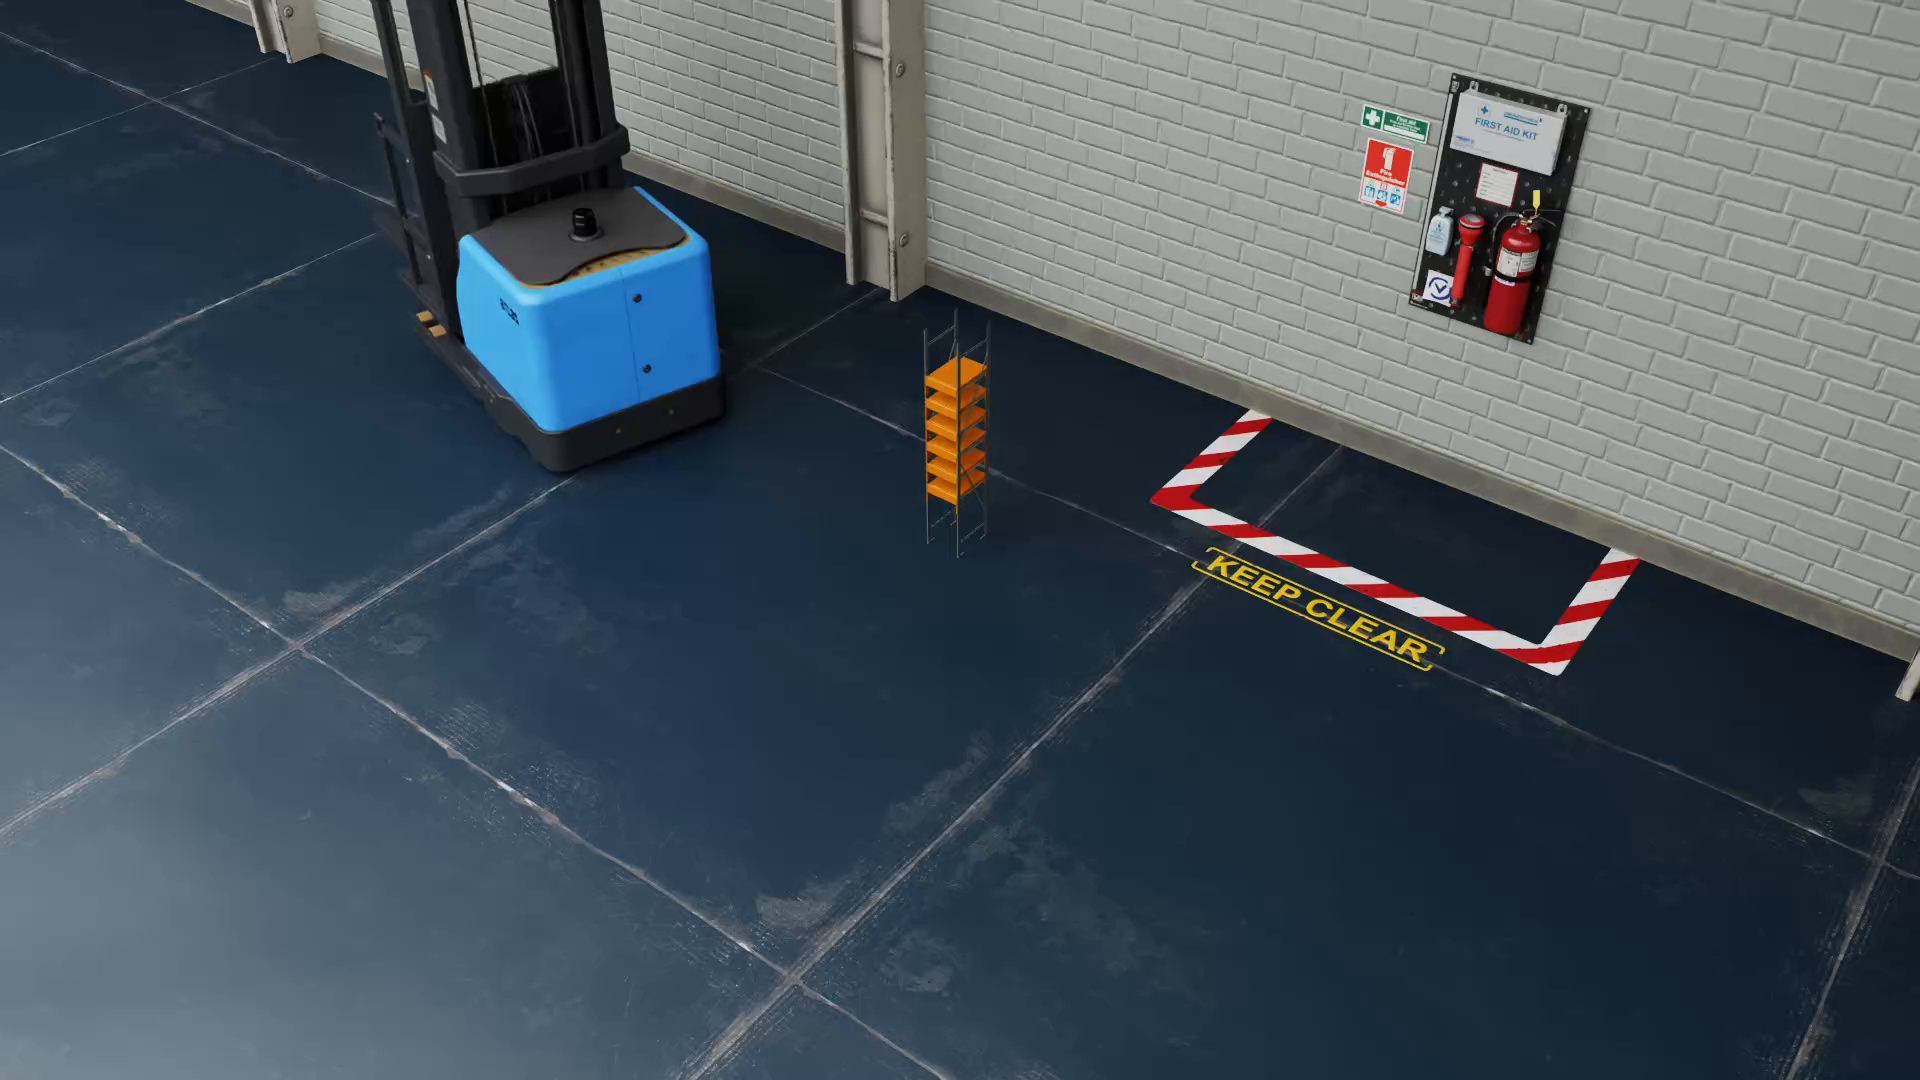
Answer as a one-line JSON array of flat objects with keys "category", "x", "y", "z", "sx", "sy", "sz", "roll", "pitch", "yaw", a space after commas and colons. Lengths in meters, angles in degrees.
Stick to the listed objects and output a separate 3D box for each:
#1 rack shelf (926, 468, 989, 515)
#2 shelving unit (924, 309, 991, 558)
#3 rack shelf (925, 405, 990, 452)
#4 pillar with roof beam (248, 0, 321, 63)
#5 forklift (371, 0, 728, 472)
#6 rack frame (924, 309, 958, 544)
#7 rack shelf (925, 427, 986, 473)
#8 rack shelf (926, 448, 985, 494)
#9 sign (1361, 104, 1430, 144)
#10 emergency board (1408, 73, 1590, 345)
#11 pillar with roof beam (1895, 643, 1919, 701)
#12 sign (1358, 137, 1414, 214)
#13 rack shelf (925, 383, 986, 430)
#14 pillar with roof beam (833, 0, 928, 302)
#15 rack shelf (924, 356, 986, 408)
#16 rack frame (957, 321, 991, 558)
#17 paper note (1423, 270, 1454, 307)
[{"category": "rack shelf", "x": -0.011, "y": -0.254, "z": 7.923, "sx": 0.180, "sy": 0.103, "sz": 0.258, "roll": 25, "pitch": 45, "yaw": 29}, {"category": "shelving unit", "x": -0.012, "y": -0.478, "z": 7.748, "sx": 0.189, "sy": 1.200, "sz": 0.258, "roll": 25, "pitch": 45, "yaw": 29}, {"category": "rack shelf", "x": -0.012, "y": -0.537, "z": 7.701, "sx": 0.180, "sy": 0.103, "sz": 0.258, "roll": 25, "pitch": 45, "yaw": 29}, {"category": "pillar with roof beam", "x": -7.823, "y": -5.250, "z": 7.517, "sx": 0.400, "sy": 9.000, "sz": 9.100, "roll": 25, "pitch": 45, "yaw": 29}, {"category": "forklift", "x": -2.503, "y": -2.364, "z": 8.752, "sx": 1.130, "sy": 2.935, "sz": 3.031, "roll": -24, "pitch": 44, "yaw": -27}, {"category": "rack frame", "x": -0.084, "y": -0.512, "z": 7.792, "sx": 0.006, "sy": 1.200, "sz": 0.240, "roll": 25, "pitch": 45, "yaw": 29}, {"category": "rack shelf", "x": -0.012, "y": -0.443, "z": 7.775, "sx": 0.180, "sy": 0.103, "sz": 0.258, "roll": 25, "pitch": 45, "yaw": 29}, {"category": "rack shelf", "x": -0.011, "y": -0.348, "z": 7.849, "sx": 0.180, "sy": 0.103, "sz": 0.258, "roll": 25, "pitch": 45, "yaw": 29}, {"category": "sign", "x": 2.006, "y": -1.920, "z": 7.671, "sx": 0.331, "sy": 0.109, "sz": 0.001, "roll": 25, "pitch": 45, "yaw": 29}, {"category": "emergency board", "x": 2.384, "y": -1.446, "z": 7.524, "sx": 0.643, "sy": 1.169, "sz": 0.194, "roll": 25, "pitch": 45, "yaw": 29}, {"category": "pillar with roof beam", "x": 1.708, "y": -0.756, "z": 1.777, "sx": 0.400, "sy": 9.000, "sz": 9.100, "roll": 25, "pitch": 45, "yaw": 29}, {"category": "sign", "x": 2.007, "y": -1.718, "z": 7.842, "sx": 0.234, "sy": 0.329, "sz": 0.001, "roll": 25, "pitch": 45, "yaw": 29}, {"category": "rack shelf", "x": -0.012, "y": -0.632, "z": 7.627, "sx": 0.180, "sy": 0.103, "sz": 0.258, "roll": 25, "pitch": 45, "yaw": 29}, {"category": "pillar with roof beam", "x": -3.058, "y": -3.003, "z": 4.647, "sx": 0.400, "sy": 9.000, "sz": 9.100, "roll": 25, "pitch": 45, "yaw": 29}, {"category": "rack shelf", "x": -0.012, "y": -0.726, "z": 7.553, "sx": 0.180, "sy": 0.103, "sz": 0.258, "roll": 25, "pitch": 45, "yaw": 29}, {"category": "rack frame", "x": 0.061, "y": -0.444, "z": 7.704, "sx": 0.006, "sy": 1.200, "sz": 0.240, "roll": 25, "pitch": 45, "yaw": 29}, {"category": "paper note", "x": 2.285, "y": -1.199, "z": 7.924, "sx": 0.142, "sy": 0.148, "sz": 0.016, "roll": 25, "pitch": 45, "yaw": 29}]
